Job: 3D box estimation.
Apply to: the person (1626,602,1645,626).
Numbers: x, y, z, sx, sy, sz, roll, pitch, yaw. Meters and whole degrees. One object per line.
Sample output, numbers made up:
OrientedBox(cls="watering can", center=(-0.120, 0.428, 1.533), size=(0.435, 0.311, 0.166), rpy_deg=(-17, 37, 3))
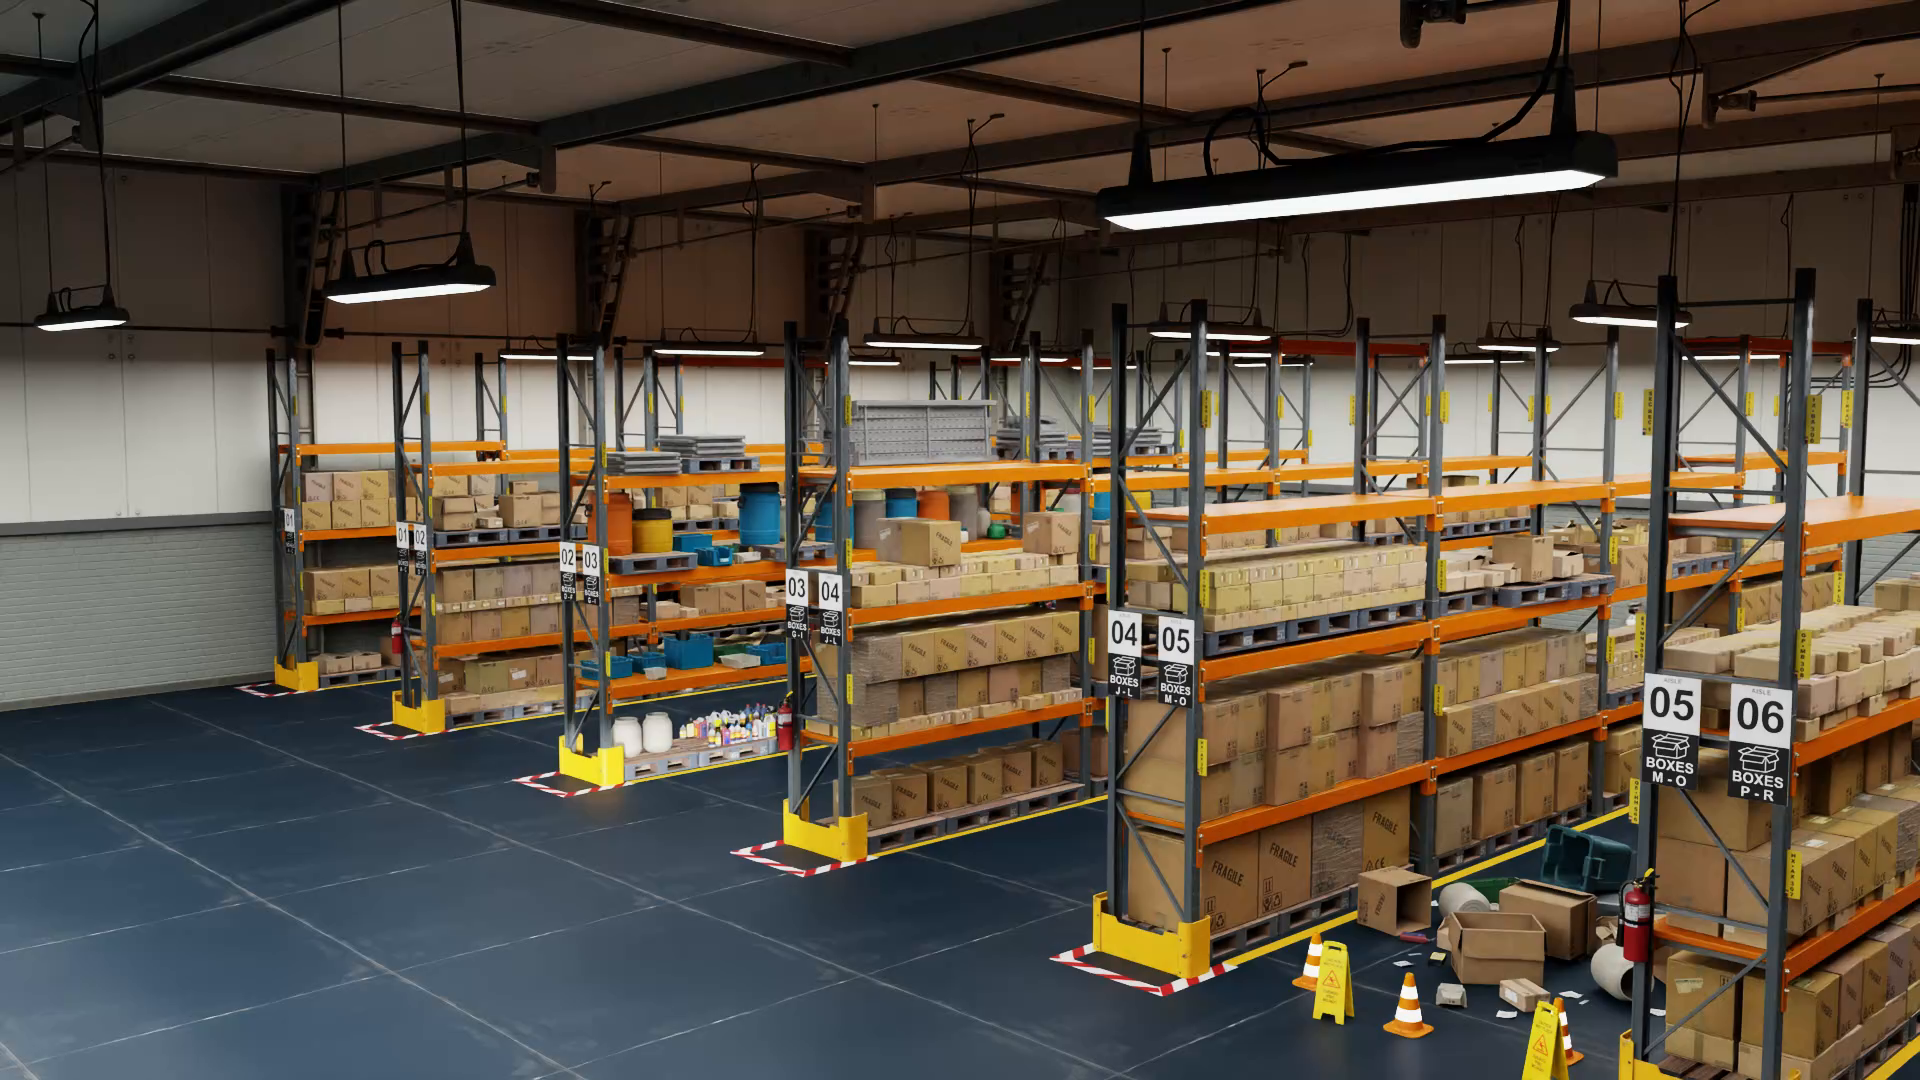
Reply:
OrientedBox(cls="person", center=(11.496, 1.865, 28.423), size=(0.768, 1.655, 0.520), rpy_deg=(4, 6, 40))
